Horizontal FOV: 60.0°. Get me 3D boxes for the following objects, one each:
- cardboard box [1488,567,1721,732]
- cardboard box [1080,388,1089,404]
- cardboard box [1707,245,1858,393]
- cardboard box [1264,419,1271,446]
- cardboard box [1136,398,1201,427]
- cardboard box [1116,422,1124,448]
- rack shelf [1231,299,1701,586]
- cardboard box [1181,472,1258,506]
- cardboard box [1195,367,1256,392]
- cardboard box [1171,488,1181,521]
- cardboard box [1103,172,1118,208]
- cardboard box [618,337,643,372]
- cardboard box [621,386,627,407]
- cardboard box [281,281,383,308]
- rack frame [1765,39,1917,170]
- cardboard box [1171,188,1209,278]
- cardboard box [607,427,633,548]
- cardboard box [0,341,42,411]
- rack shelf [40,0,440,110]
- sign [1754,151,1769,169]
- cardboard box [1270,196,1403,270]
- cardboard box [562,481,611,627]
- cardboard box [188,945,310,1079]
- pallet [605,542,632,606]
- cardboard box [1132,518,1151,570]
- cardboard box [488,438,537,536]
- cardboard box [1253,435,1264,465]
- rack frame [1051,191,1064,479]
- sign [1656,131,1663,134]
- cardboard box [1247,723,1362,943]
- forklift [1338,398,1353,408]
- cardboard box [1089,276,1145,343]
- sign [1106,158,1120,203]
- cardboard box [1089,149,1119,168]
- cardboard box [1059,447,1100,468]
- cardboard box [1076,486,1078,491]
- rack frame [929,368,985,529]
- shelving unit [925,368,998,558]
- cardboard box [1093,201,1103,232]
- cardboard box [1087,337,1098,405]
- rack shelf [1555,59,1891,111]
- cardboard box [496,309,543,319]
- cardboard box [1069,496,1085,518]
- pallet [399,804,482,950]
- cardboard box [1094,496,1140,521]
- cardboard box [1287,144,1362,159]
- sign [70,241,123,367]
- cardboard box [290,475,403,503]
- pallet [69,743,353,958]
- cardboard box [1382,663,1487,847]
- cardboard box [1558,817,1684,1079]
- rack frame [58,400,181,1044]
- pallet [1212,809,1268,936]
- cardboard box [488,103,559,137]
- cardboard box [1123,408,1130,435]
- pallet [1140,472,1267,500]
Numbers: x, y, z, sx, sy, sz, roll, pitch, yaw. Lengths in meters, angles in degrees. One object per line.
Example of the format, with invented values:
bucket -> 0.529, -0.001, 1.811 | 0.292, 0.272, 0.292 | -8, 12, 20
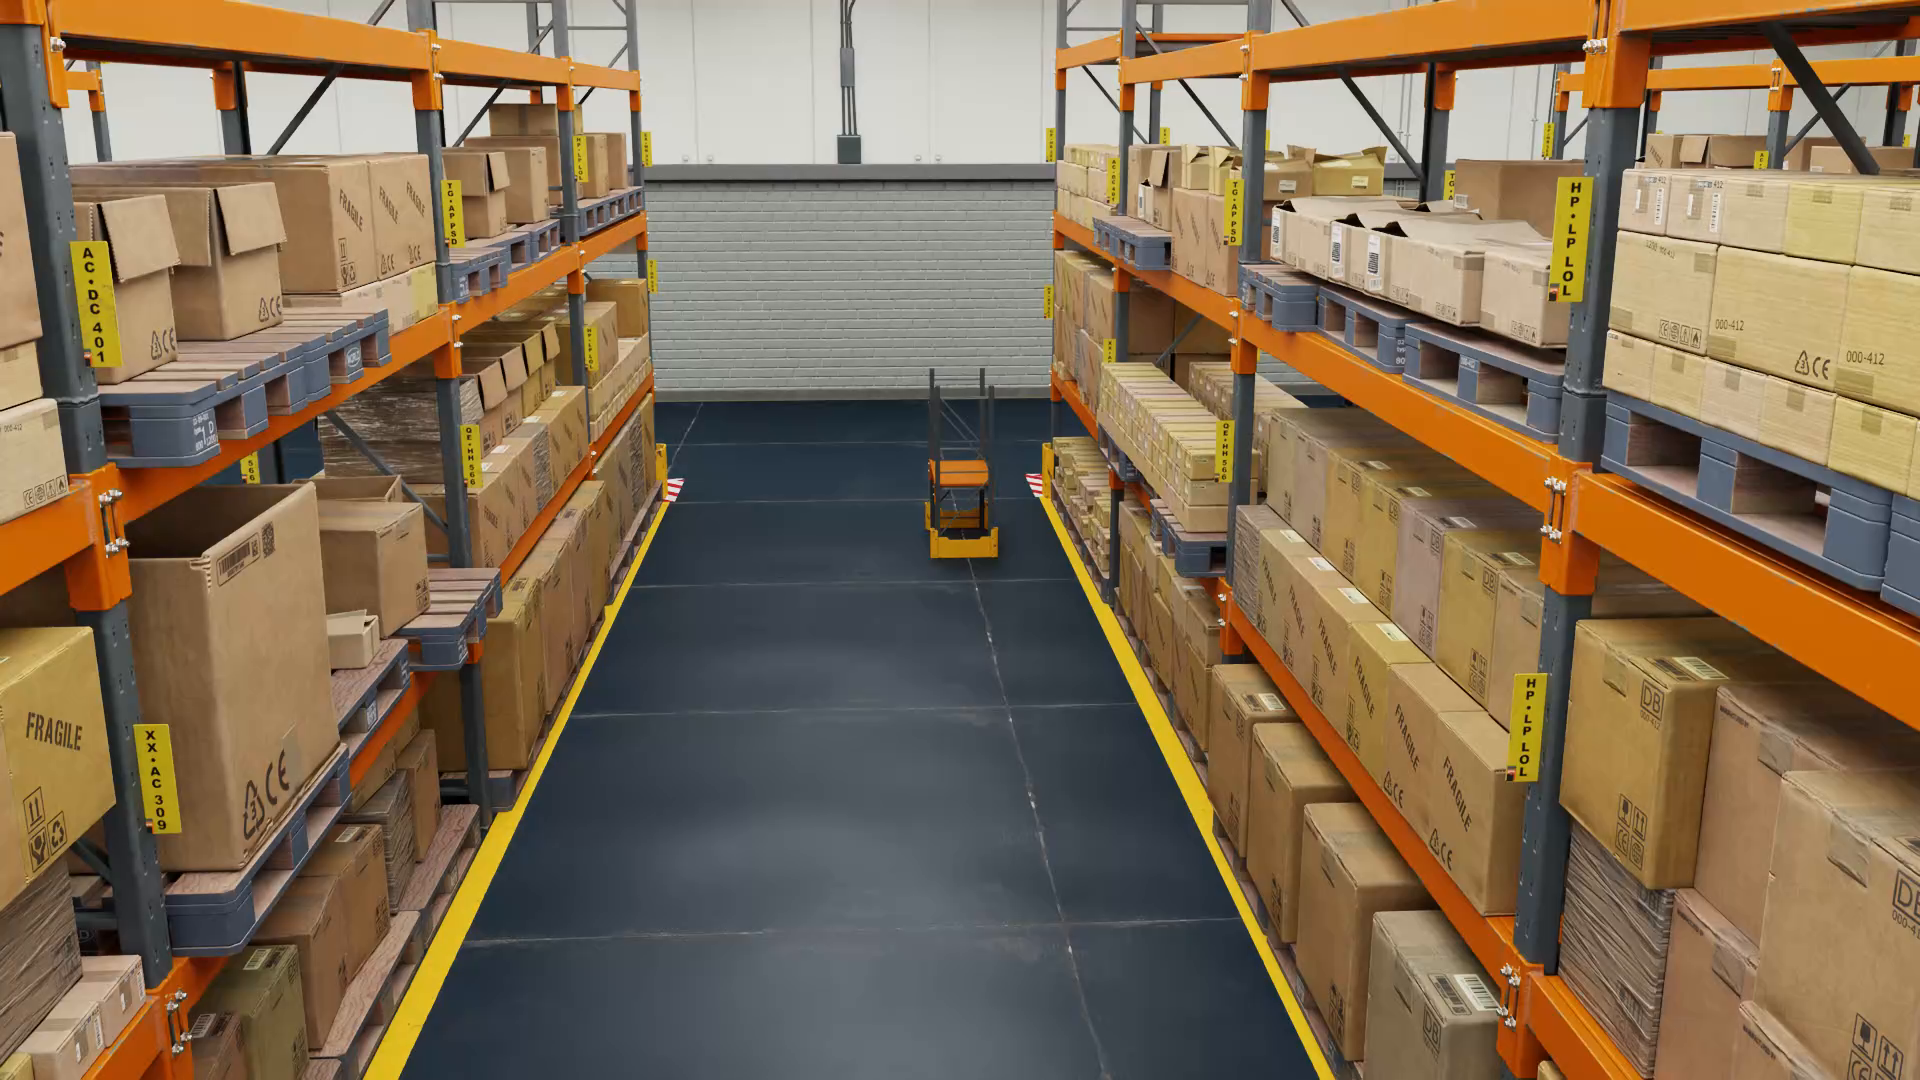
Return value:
cardboard box -> 2.126, 0.393, 5.272 | 0.700, 0.500, 0.500 | -1, 14, -4
cardboard box -> 1.247, -1.274, 14.462 | 0.380, 0.149, 0.250 | -1, 14, -2
cardboard box -> 1.947, -0.475, 3.495 | 0.500, 0.250, 0.500 | -1, 14, -4
cardboard box -> 2.034, -0.627, 9.912 | 0.380, 0.149, 0.250 | -1, 15, -6
cardboard box -> 1.334, -0.817, 10.648 | 0.380, 0.149, 0.250 | 0, 14, -2
cardboard box -> 1.282, -0.724, 11.480 | 0.380, 0.149, 0.250 | -1, 14, -3
rack shelf -> 2.039, -0.553, 6.578 | 1.077, 0.370, 4.000 | -1, 14, -3
cardboard box -> 1.430, -0.287, 9.188 | 0.380, 0.149, 0.250 | -1, 14, -2
cardboard box -> 1.905, -1.147, 11.931 | 0.380, 0.149, 0.250 | -1, 14, -5
cardboard box -> 1.412, -0.205, 9.464 | 0.380, 0.149, 0.250 | -1, 14, -4
cardboard box -> 1.385, -2.674, 12.676 | 0.500, 0.250, 0.500 | -2, 15, -6
cardboard box -> -3.211, -1.713, 15.367 | 0.500, 0.250, 0.500 | -1, 14, -4
cardboard box -> -3.074, -1.234, 14.306 | 0.380, 0.149, 0.250 | -1, 14, -5
cardboard box -> -2.695, -0.912, 6.832 | 0.500, 0.250, 0.500 | 0, 14, -2
rack frame -> 6.602, -3.947, 12.309 | 1.000, 3.000, 0.127 | -1, 14, -3
cardboard box -> 1.555, -1.833, 9.912 | 0.500, 0.500, 0.500 | -1, 14, -3
cardboard box -> -3.306, -0.453, 14.187 | 0.875, 0.875, 0.875 | -1, 14, -3
cardboard box -> -2.485, -0.396, 4.028 | 0.380, 0.149, 0.250 | 0, 14, -2
rack shelf -> -2.918, -1.760, 6.054 | 1.077, 0.370, 4.000 | -1, 14, -3
sign -> 6.048, -2.775, 12.574 | 0.100, 0.325, 0.005 | -1, 14, -3
cardboard box -> 1.740, -1.424, 7.655 | 0.500, 0.311, 0.500 | -1, 14, -3
cardboard box -> -3.230, 0.095, 12.057 | 1.225, 0.875, 0.875 | -1, 14, -3
cardboard box -> -2.821, 1.826, 6.043 | 0.700, 0.500, 0.500 | -1, 14, -4
pallet -> -3.258, 0.271, 13.549 | 1.003, 0.211, 1.213 | -1, 14, -3
cardboard box -> 1.485, 0.024, 11.583 | 0.500, 0.250, 0.500 | 0, 14, -2
cardboard box -> -2.870, -0.323, 10.063 | 0.500, 0.500, 0.500 | -1, 14, -4
cardboard box -> 2.016, -0.553, 10.221 | 0.380, 0.149, 0.250 | -1, 14, -3
rack frame -> 1.420, -1.935, 16.528 | 1.000, 3.000, 0.127 | -1, 14, -3
sign -> 6.896, -3.885, 16.468 | 0.100, 0.325, 0.005 | -1, 14, -3
cardboard box -> 1.921, 1.311, 7.585 | 1.050, 0.750, 0.750 | -1, 14, -3
forklift -> 3.711, -1.033, 13.160 | 1.130, 2.935, 3.031 | -2, 15, -9
cardboard box -> 1.331, -1.858, 13.425 | 0.500, 0.500, 0.500 | -1, 14, -5
sign -> 1.126, -2.633, 12.184 | 0.100, 0.325, 0.005 | -1, 14, -3
cardboard box -> 1.269, -3.151, 13.730 | 0.380, 0.149, 0.250 | -1, 14, -4
cardboard box -> 1.138, -0.779, 15.720 | 0.380, 0.149, 0.250 | -1, 14, -4
cardboard box -> 1.279, -0.509, 15.268 | 0.380, 0.149, 0.250 | -2, 15, -6
rack frame -> -0.026, -0.832, 15.248 | 0.500, 1.500, 0.032 | -1, 14, -3
shelving unit -> 0.005, -0.707, 14.766 | 0.587, 1.500, 1.083 | -1, 14, -3
cardboard box -> 1.348, -2.563, 13.248 | 0.500, 0.250, 0.500 | -1, 14, -4
cardboard box -> 1.324, -1.378, 13.565 | 0.500, 0.500, 0.500 | -1, 14, -5
rack shelf -> 6.478, -3.903, 14.382 | 1.077, 0.370, 4.000 | -1, 14, -3
cardboard box -> -3.612, -1.559, 13.263 | 0.500, 0.500, 0.500 | -1, 14, -3
cardboard box -> 1.199, -0.307, 15.077 | 0.380, 0.149, 0.250 | -2, 15, -6
pallet -> -2.995, 1.651, 8.188 | 1.003, 0.211, 1.213 | -1, 14, -3
cardboard box -> 1.308, -0.261, 13.704 | 0.380, 0.149, 0.250 | -1, 14, -4
cardboard box -> 2.078, -2.113, 9.464 | 0.396, 0.266, 0.258 | -1, 14, -3
sign -> -2.253, -0.613, 4.331 | 0.100, 0.325, 0.005 | -1, 14, -3
cardboard box -> -2.968, -0.012, 8.011 | 0.500, 0.500, 0.500 | -3, 15, -10
pallet -> -2.696, 1.001, 5.501 | 1.003, 0.211, 1.213 | -1, 14, -3
cardboard box -> 1.833, 0.749, 5.893 | 0.500, 0.500, 0.500 | -1, 14, -4
cardboard box -> 2.198, 1.068, 4.555 | 0.875, 0.550, 0.550 | -1, 14, -3
rack frame -> -2.794, 1.101, 4.729 | 1.000, 3.000, 0.127 | -1, 14, -3
pallet -> 1.889, 1.602, 8.377 | 1.003, 0.211, 1.213 | -1, 14, -3
cardboard box -> -3.341, -3.239, 12.827 | 0.500, 0.250, 0.500 | -2, 15, -7
cardboard box -> 1.303, -0.801, 11.184 | 0.380, 0.149, 0.250 | 0, 14, -1
pallet -> 1.752, -0.345, 10.730 | 1.003, 0.211, 1.213 | -1, 14, -3
